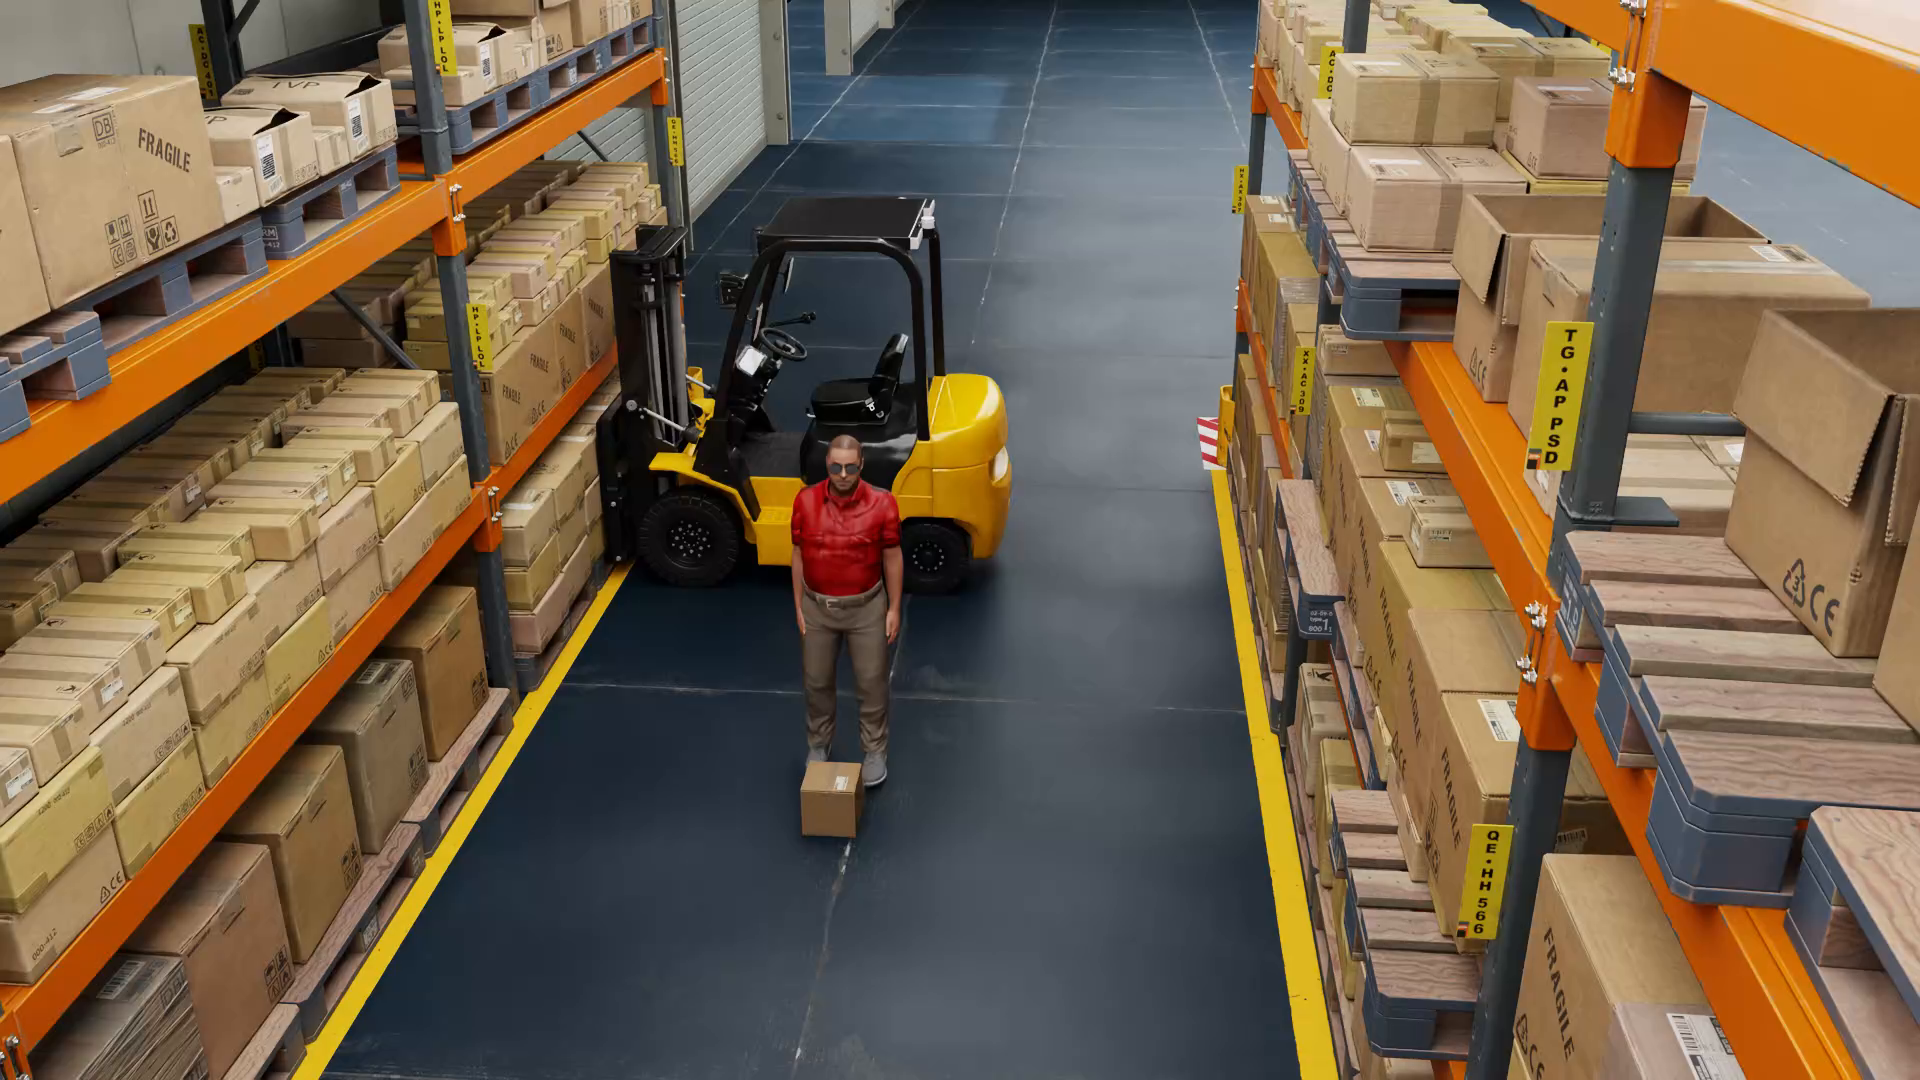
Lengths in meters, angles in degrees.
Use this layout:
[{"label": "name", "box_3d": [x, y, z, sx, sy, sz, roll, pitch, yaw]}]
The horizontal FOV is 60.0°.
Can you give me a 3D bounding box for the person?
[{"label": "person", "box_3d": [-0.536, 0.359, 7.894, 0.533, 1.774, 0.394, 2, 24, 5]}]
